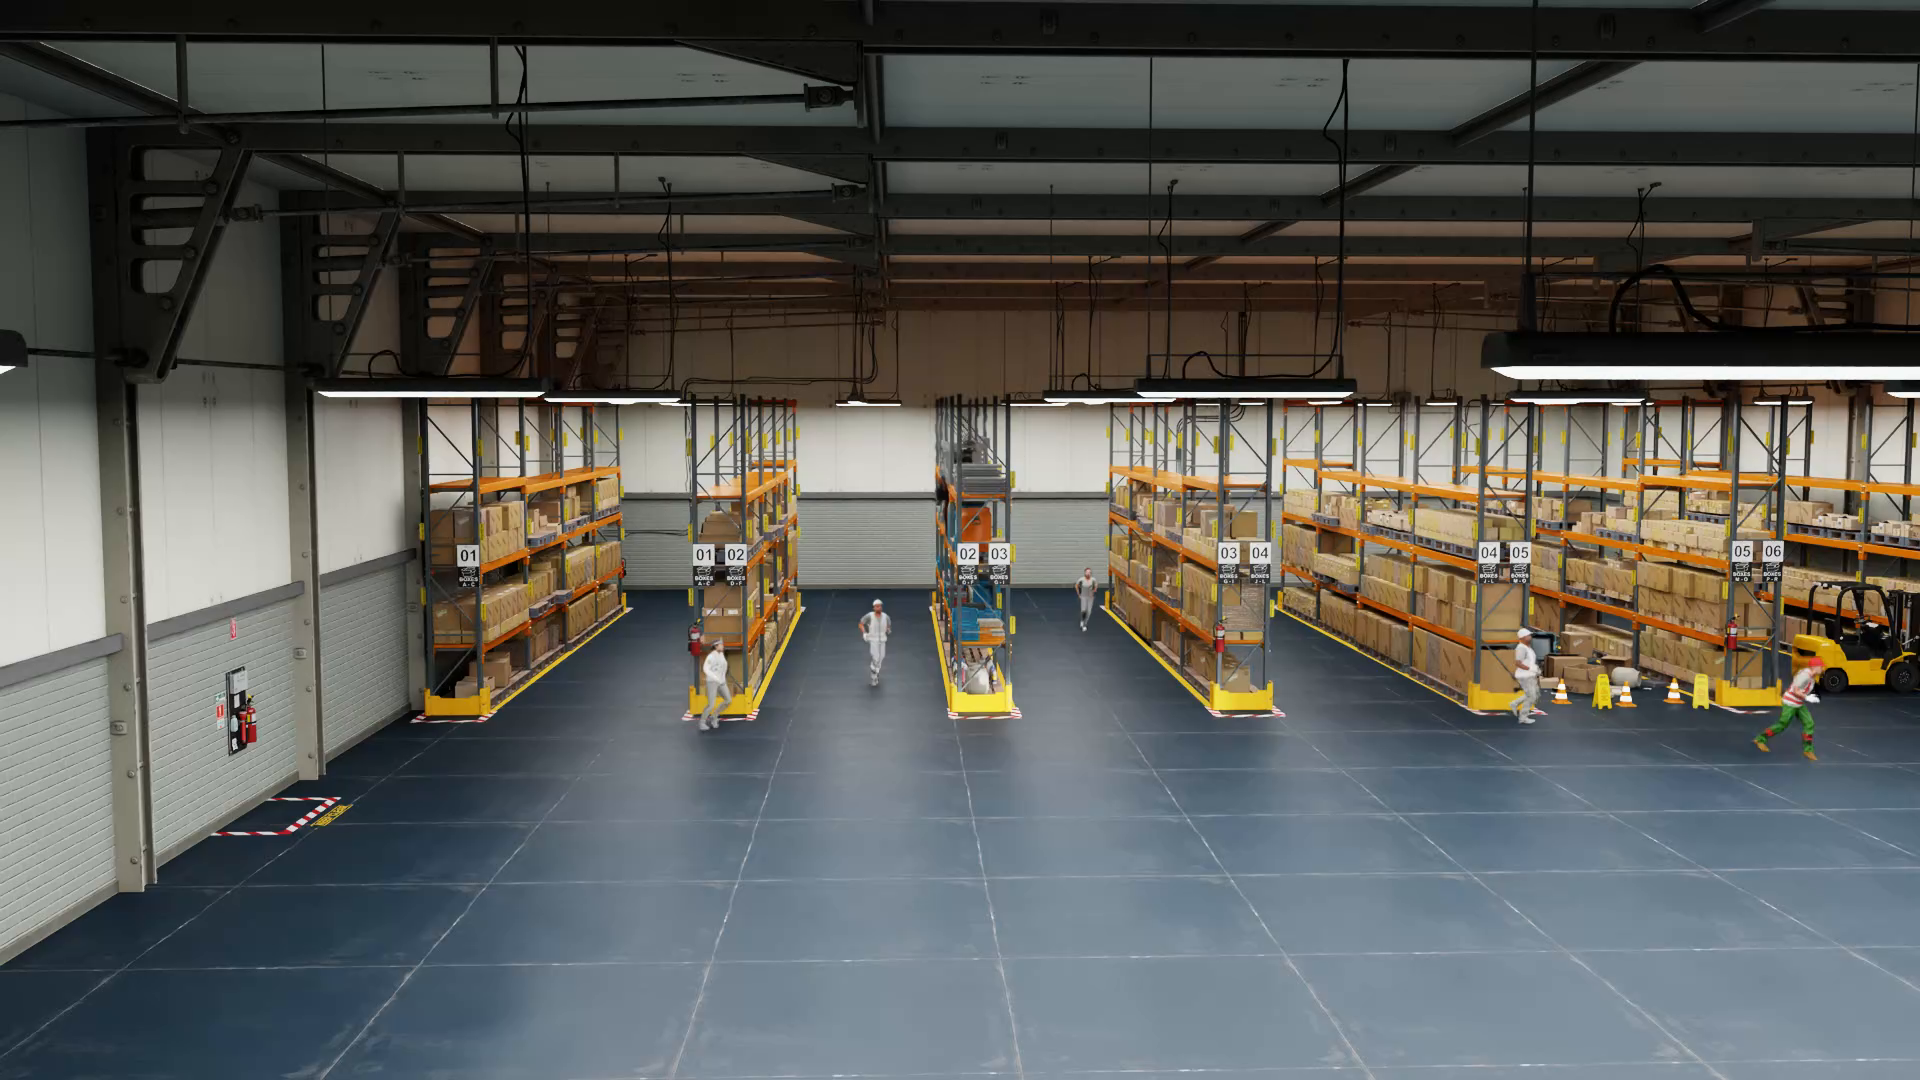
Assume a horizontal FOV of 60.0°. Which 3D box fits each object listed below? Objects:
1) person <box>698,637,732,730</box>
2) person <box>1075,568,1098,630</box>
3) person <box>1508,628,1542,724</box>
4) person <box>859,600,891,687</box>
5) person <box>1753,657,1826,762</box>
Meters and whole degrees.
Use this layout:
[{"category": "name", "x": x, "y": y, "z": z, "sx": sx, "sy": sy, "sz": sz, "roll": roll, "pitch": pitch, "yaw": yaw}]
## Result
[{"category": "person", "x": -4.340, "y": 2.553, "z": 29.776, "sx": 0.580, "sy": 1.641, "sz": 0.673, "roll": 3, "pitch": 5, "yaw": 31}, {"category": "person", "x": 3.280, "y": 1.531, "z": 42.903, "sx": 0.565, "sy": 1.619, "sz": 0.605, "roll": 0, "pitch": 5, "yaw": -3}, {"category": "person", "x": 10.299, "y": 2.473, "z": 30.265, "sx": 0.623, "sy": 1.732, "sz": 0.683, "roll": 2, "pitch": 5, "yaw": 28}, {"category": "person", "x": -1.705, "y": 2.133, "z": 34.395, "sx": 0.632, "sy": 1.805, "sz": 0.724, "roll": -2, "pitch": 5, "yaw": -25}, {"category": "person", "x": 13.610, "y": 2.749, "z": 27.274, "sx": 1.060, "sy": 1.731, "sz": 0.703, "roll": 3, "pitch": 6, "yaw": 37}]
